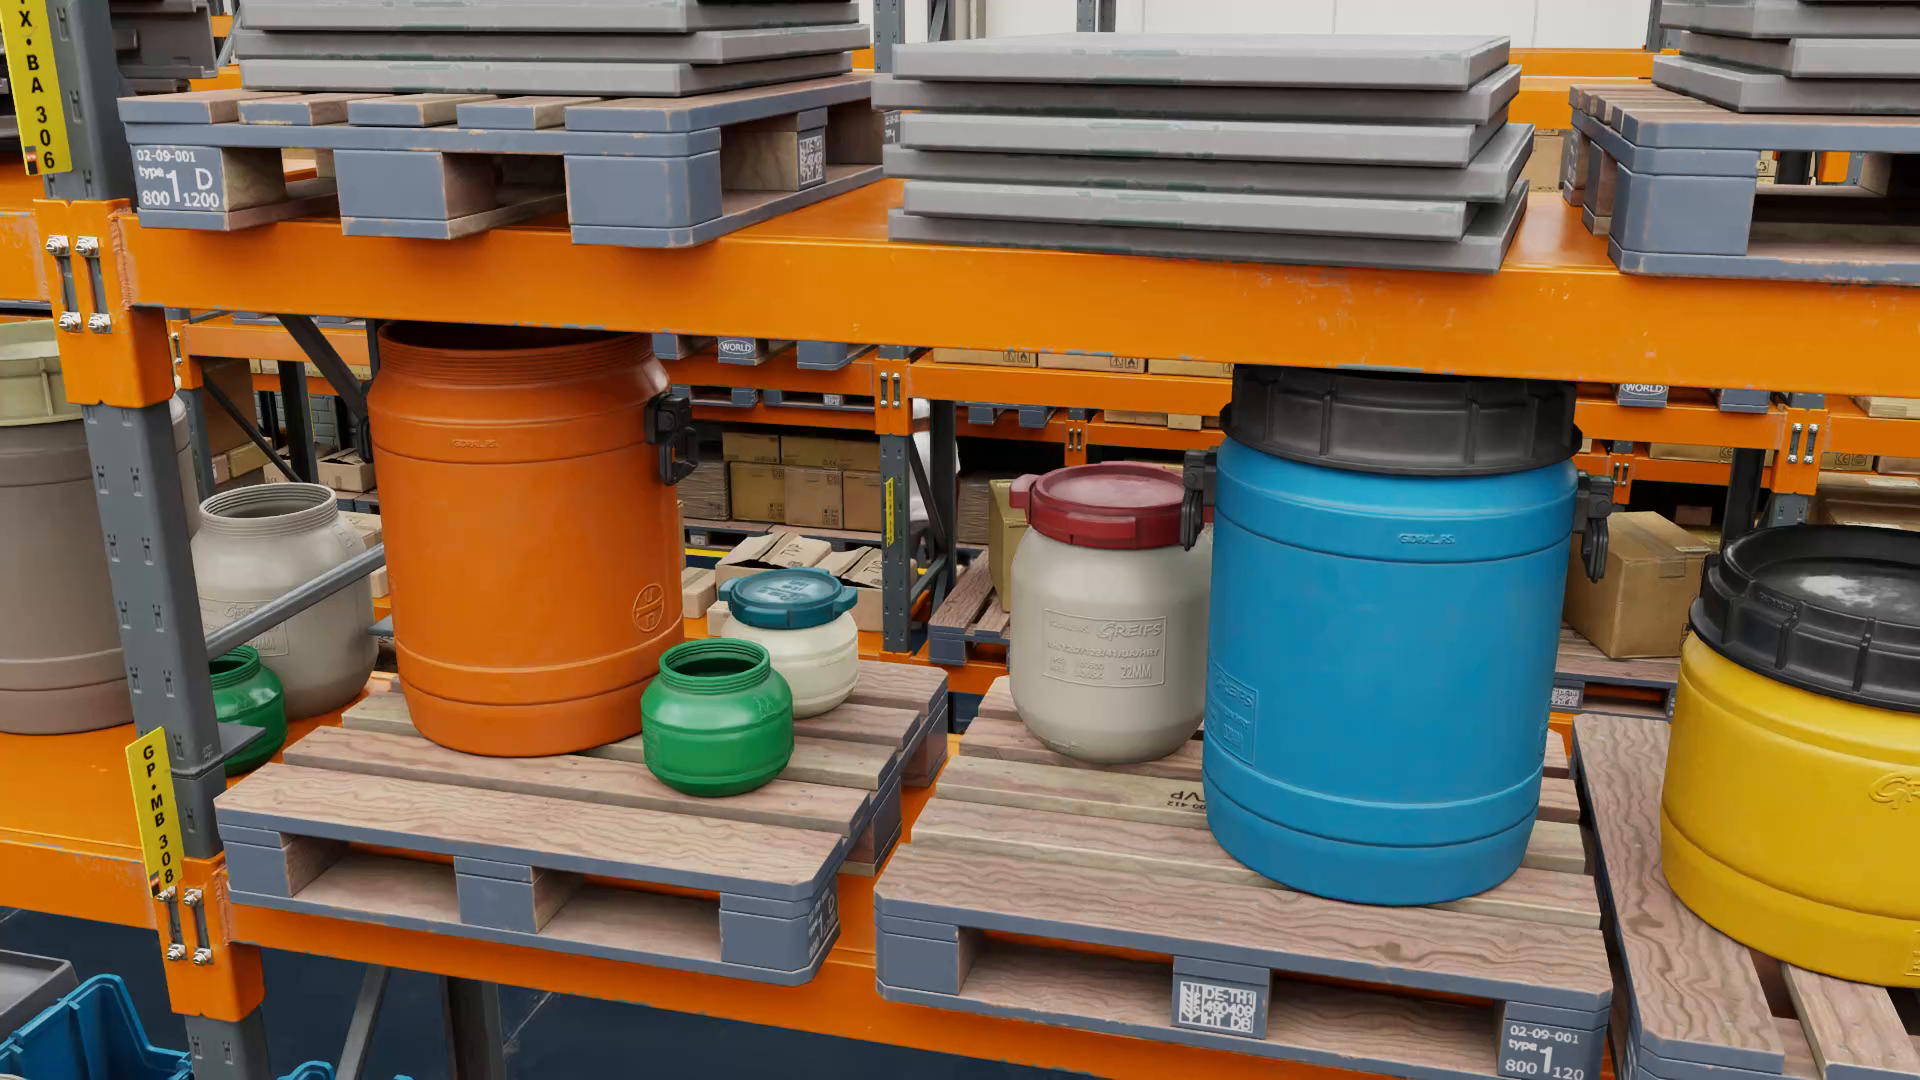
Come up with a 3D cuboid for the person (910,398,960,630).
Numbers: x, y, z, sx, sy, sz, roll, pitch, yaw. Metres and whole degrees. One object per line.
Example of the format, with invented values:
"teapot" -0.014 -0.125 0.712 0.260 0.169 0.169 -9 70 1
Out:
"person" -0.281 -0.180 12.073 0.581 1.761 0.556 -4 19 -12
